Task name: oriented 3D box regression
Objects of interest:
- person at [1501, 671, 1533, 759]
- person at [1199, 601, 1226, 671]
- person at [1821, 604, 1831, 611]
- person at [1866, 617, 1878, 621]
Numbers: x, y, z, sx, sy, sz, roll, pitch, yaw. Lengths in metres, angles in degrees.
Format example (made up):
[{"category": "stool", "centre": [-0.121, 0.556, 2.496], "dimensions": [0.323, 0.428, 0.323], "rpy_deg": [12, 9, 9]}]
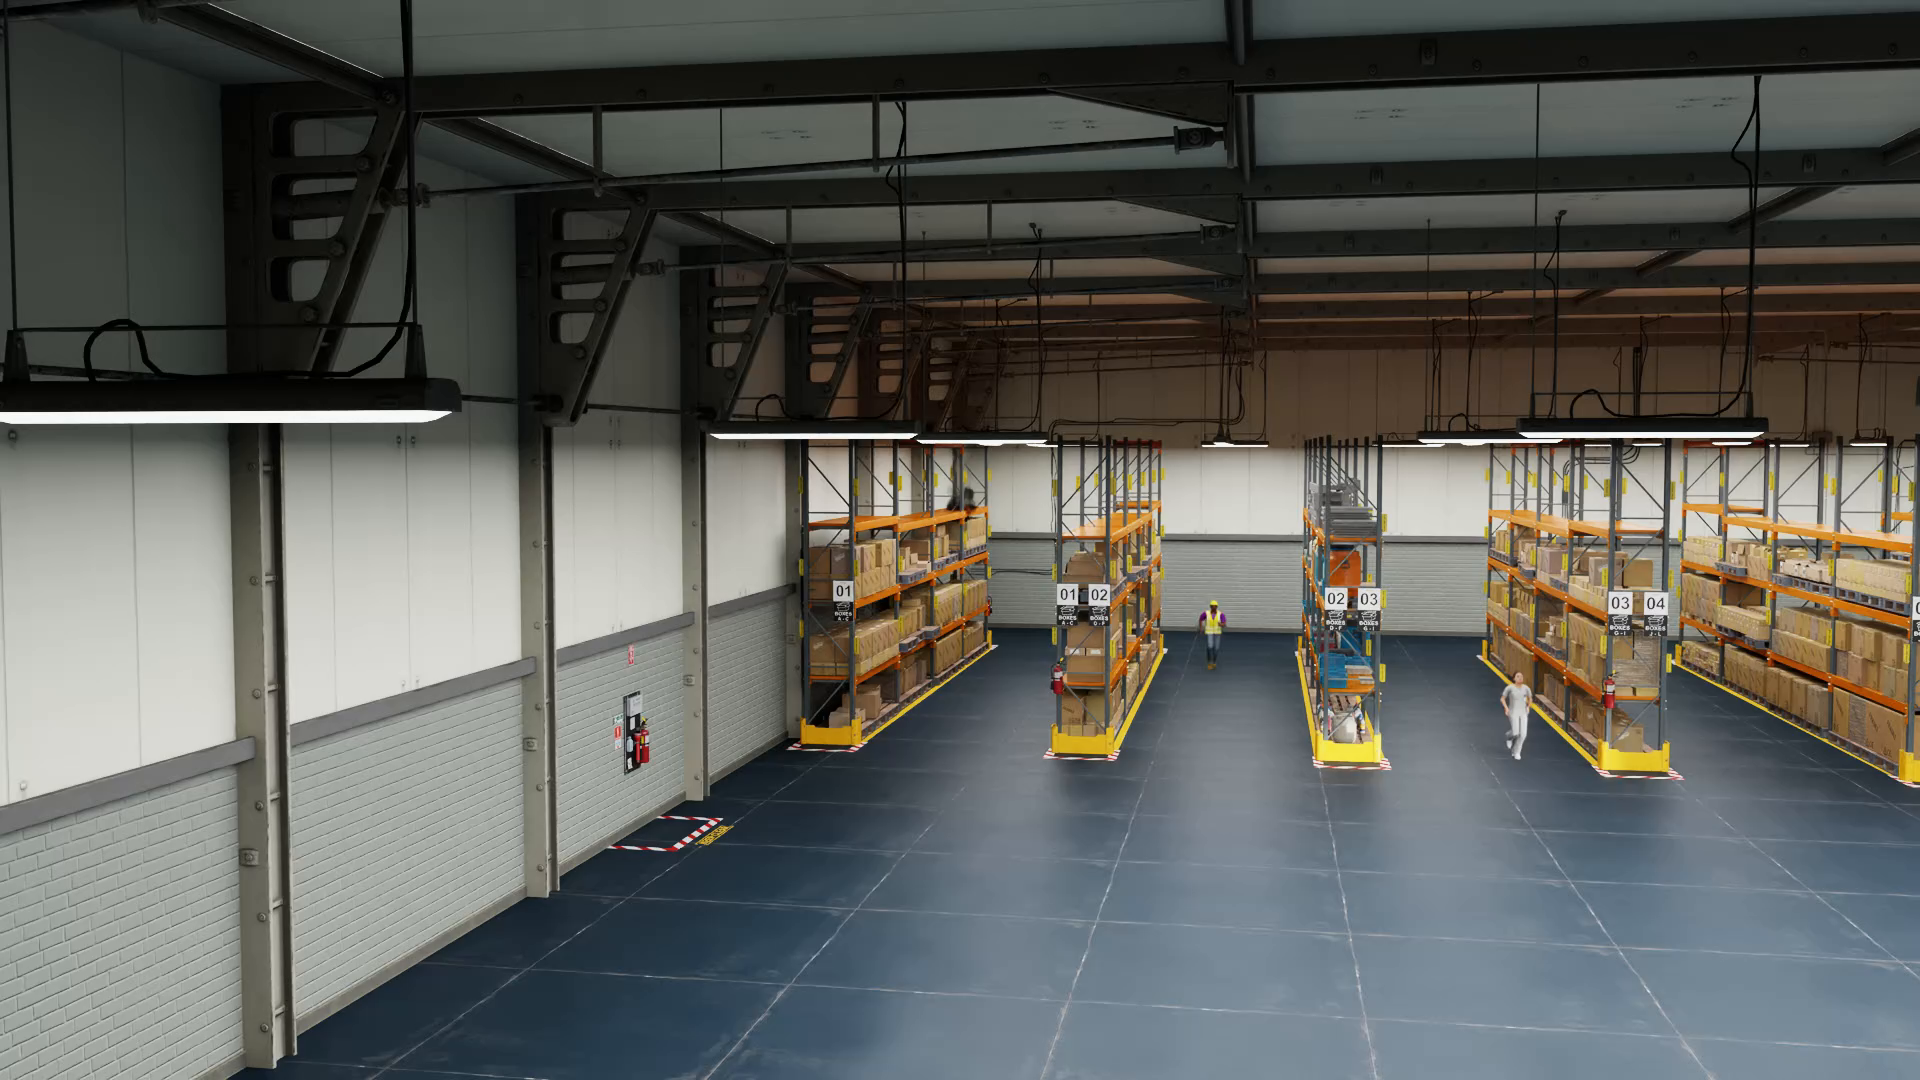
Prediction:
[{"category": "person", "centre": [10.384, 3.242, 30.999], "dimensions": [0.567, 1.627, 0.567], "rpy_deg": [0, 3, 1]}, {"category": "person", "centre": [6.614, 2.496, 43.424], "dimensions": [0.670, 1.830, 0.764], "rpy_deg": [0, 3, -1]}, {"category": "person", "centre": [23.386, 2.415, 44.988], "dimensions": [0.955, 1.720, 0.660], "rpy_deg": [0, 3, 0]}, {"category": "person", "centre": [24.776, 2.444, 44.911], "dimensions": [0.661, 1.730, 0.723], "rpy_deg": [2, 3, 27]}]
